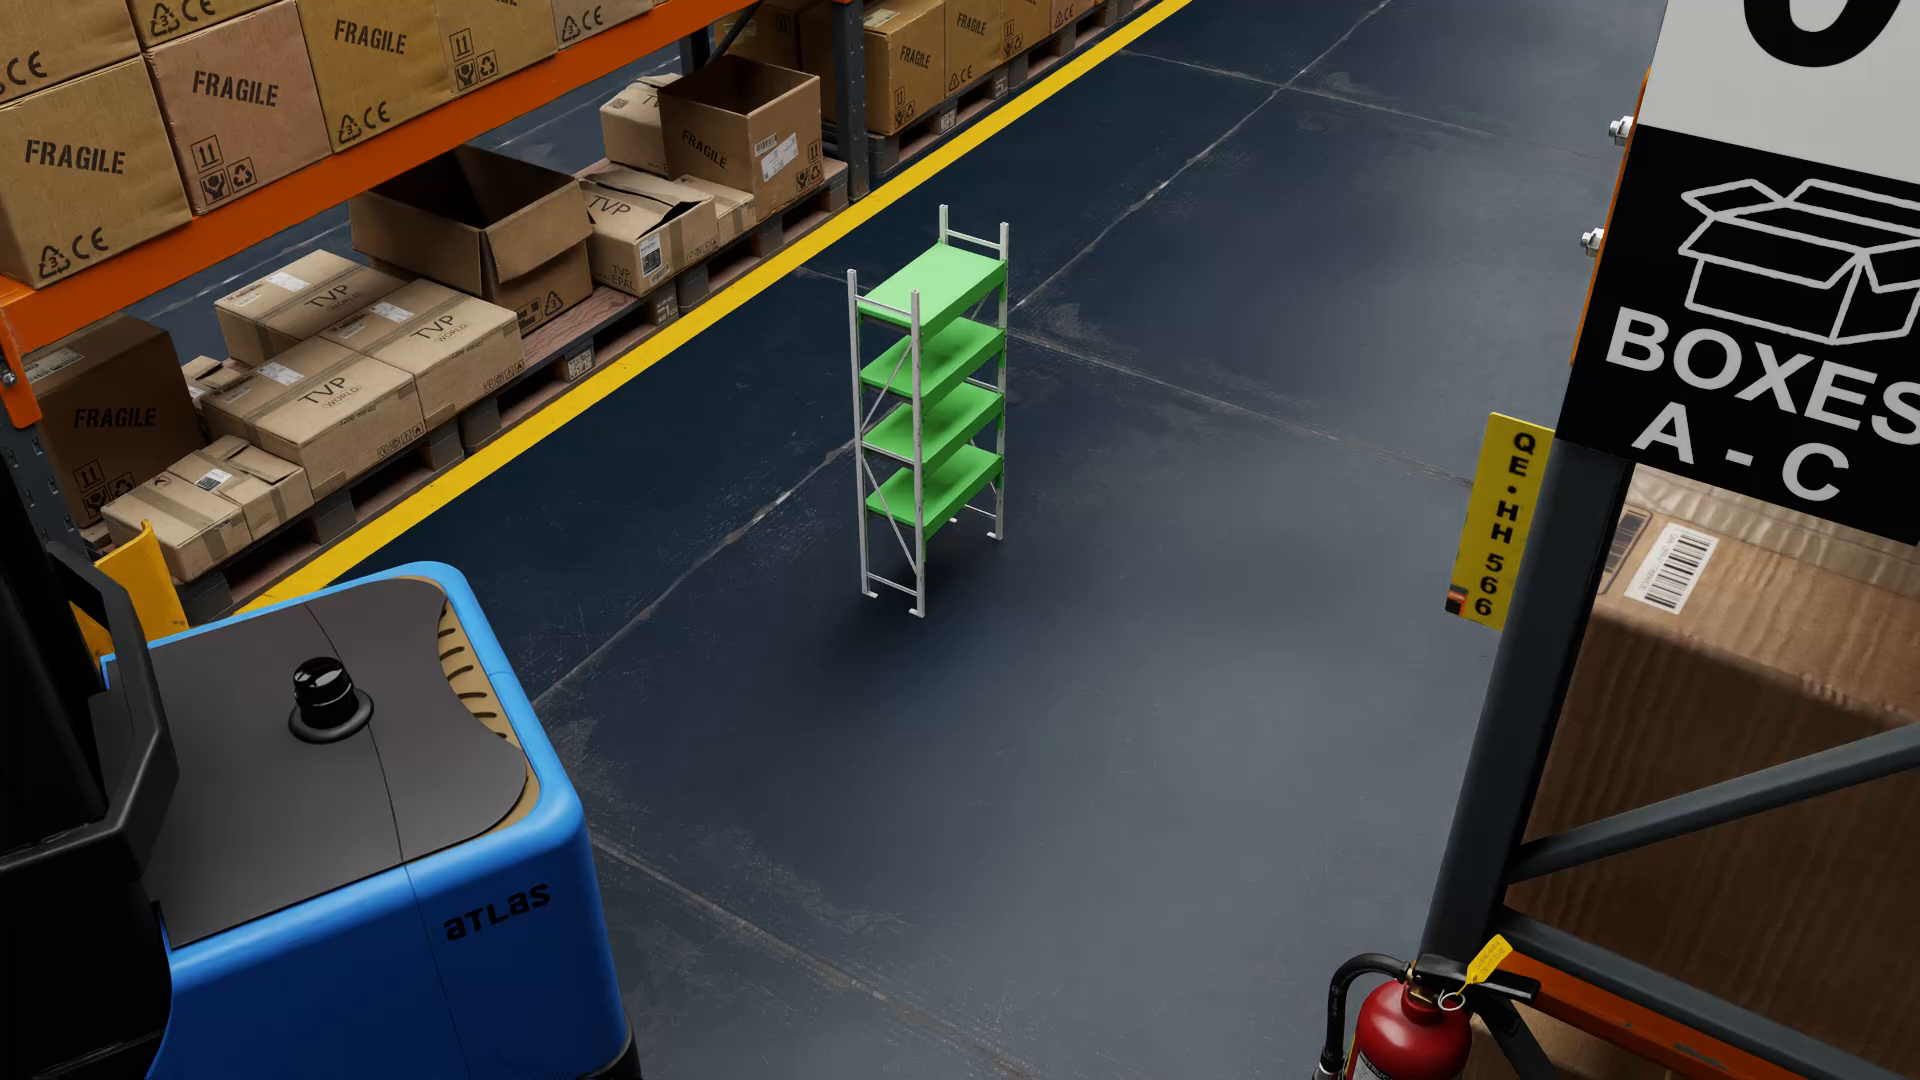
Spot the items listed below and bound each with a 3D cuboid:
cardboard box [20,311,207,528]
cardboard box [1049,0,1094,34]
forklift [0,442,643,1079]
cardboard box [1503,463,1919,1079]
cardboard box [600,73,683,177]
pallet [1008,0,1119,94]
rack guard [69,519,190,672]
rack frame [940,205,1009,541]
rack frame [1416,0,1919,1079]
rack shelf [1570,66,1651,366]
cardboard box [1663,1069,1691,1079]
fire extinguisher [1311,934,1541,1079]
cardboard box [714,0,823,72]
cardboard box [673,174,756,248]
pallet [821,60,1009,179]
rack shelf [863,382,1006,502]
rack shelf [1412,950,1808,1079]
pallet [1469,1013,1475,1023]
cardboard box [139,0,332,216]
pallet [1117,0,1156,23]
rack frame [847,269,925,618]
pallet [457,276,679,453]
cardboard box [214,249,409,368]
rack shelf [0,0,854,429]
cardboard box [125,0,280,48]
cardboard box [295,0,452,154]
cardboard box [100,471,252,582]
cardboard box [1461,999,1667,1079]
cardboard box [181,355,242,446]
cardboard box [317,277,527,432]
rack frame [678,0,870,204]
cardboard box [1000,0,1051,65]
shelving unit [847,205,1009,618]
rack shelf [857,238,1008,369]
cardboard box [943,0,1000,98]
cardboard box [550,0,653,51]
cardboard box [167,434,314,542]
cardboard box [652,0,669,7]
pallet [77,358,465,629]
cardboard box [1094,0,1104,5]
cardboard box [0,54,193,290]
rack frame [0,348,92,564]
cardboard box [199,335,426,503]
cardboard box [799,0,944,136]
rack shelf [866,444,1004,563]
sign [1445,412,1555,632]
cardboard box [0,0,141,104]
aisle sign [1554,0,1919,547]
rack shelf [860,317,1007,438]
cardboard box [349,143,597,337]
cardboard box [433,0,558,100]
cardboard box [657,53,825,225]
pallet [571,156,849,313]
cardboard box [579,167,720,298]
[{"bbox_3d":[-2.940,-0.442,5.554,0.500,0.500,0.500,21,42,25],"label":"cardboard box"},{"bbox_3d":[0.406,-3.107,9.011,0.500,0.500,0.500,20,42,23],"label":"cardboard box"},{"bbox_3d":[-2.284,0.412,2.814,3.031,2.935,1.130,-19,41,-23],"label":"forklift"},{"bbox_3d":[1.426,0.336,2.611,0.980,0.700,0.700,23,43,27],"label":"cardboard box"},{"bbox_3d":[-1.288,-1.923,7.630,0.500,0.311,0.500,21,42,25],"label":"cardboard box"},{"bbox_3d":[0.176,-2.918,9.362,1.003,0.211,1.213,21,42,25],"label":"pallet"},{"bbox_3d":[-2.983,0.054,5.271,1.175,0.500,0.348,21,42,25],"label":"rack guard"},{"bbox_3d":[0.042,-0.516,5.436,0.240,1.200,0.015,21,42,25],"label":"rack frame"},{"bbox_3d":[1.158,0.720,2.359,0.949,2.616,0.053,21,42,25],"label":"rack frame"},{"bbox_3d":[2.233,-1.213,2.999,1.077,0.370,4.000,21,42,25],"label":"rack shelf"},{"bbox_3d":[1.554,1.024,3.137,0.380,0.149,0.250,21,43,25],"label":"cardboard box"},{"bbox_3d":[0.691,0.826,2.590,0.296,0.674,0.183,21,42,25],"label":"fire extinguisher"},{"bbox_3d":[-0.858,-2.492,8.212,0.500,0.500,0.500,21,42,25],"label":"cardboard box"},{"bbox_3d":[-1.097,-1.405,7.090,0.380,0.149,0.250,21,42,25],"label":"cardboard box"},{"bbox_3d":[-0.477,-2.287,8.543,1.003,0.211,1.213,21,42,25],"label":"pallet"},{"bbox_3d":[-0.089,-0.339,5.312,0.258,0.148,0.480,21,42,25],"label":"rack shelf"},{"bbox_3d":[2.233,-0.025,3.915,1.077,0.370,4.000,21,42,25],"label":"rack shelf"},{"bbox_3d":[1.523,1.388,3.777,1.003,0.211,1.213,21,42,25],"label":"pallet"},{"bbox_3d":[-2.291,-1.347,4.959,0.500,0.500,0.500,21,42,25],"label":"cardboard box"},{"bbox_3d":[0.831,-3.544,10.175,1.003,0.211,1.213,21,42,25],"label":"pallet"},{"bbox_3d":[-0.219,-0.264,5.110,0.240,1.200,0.015,21,42,25],"label":"rack frame"},{"bbox_3d":[-1.902,-0.870,6.705,1.003,0.211,1.213,21,42,25],"label":"pallet"},{"bbox_3d":[-2.406,-0.823,6.253,0.500,0.250,0.500,21,42,25],"label":"cardboard box"},{"bbox_3d":[-1.952,-1.643,6.014,1.077,0.370,4.000,21,42,25],"label":"rack shelf"},{"bbox_3d":[-2.290,-1.747,4.659,0.500,0.500,0.500,22,43,26],"label":"cardboard box"},{"bbox_3d":[-2.020,-1.605,5.293,0.500,0.500,0.500,21,42,25],"label":"cardboard box"},{"bbox_3d":[-2.509,-0.046,5.327,0.380,0.149,0.250,21,42,25],"label":"cardboard box"},{"bbox_3d":[1.452,1.151,3.503,0.700,0.500,0.500,21,42,25],"label":"cardboard box"},{"bbox_3d":[-2.647,-0.490,5.889,0.380,0.166,0.250,21,42,25],"label":"cardboard box"},{"bbox_3d":[-1.957,-0.686,6.074,0.500,0.250,0.500,21,42,25],"label":"cardboard box"},{"bbox_3d":[-0.881,-2.959,7.132,1.000,3.000,0.127,21,42,25],"label":"rack frame"},{"bbox_3d":[0.135,-2.847,8.673,0.500,0.500,0.500,22,43,26],"label":"cardboard box"},{"bbox_3d":[-0.089,-0.390,5.273,0.258,1.200,0.503,21,42,25],"label":"shelving unit"},{"bbox_3d":[-0.089,-0.719,5.019,0.258,0.148,0.480,21,42,25],"label":"rack shelf"},{"bbox_3d":[-0.139,-2.592,8.342,0.500,0.500,0.500,22,43,26],"label":"cardboard box"},{"bbox_3d":[-1.480,-2.125,5.968,0.500,0.500,0.500,22,43,26],"label":"cardboard box"},{"bbox_3d":[-2.375,-0.182,5.489,0.380,0.166,0.250,21,42,25],"label":"cardboard box"},{"bbox_3d":[-1.207,-2.391,6.313,0.500,0.500,0.500,22,43,26],"label":"cardboard box"},{"bbox_3d":[-2.557,-0.243,5.893,1.003,0.211,1.213,21,42,25],"label":"pallet"},{"bbox_3d":[0.682,-3.380,9.365,0.500,0.500,0.500,20,42,24],"label":"cardboard box"},{"bbox_3d":[-2.563,-1.079,4.611,0.500,0.500,0.500,22,43,26],"label":"cardboard box"},{"bbox_3d":[-3.024,-0.897,4.457,1.000,3.000,0.127,21,42,25],"label":"rack frame"},{"bbox_3d":[-2.225,-0.428,5.740,0.500,0.250,0.500,21,42,25],"label":"cardboard box"},{"bbox_3d":[-0.416,-2.313,7.981,0.500,0.500,0.500,19,42,23],"label":"cardboard box"},{"bbox_3d":[-0.089,-0.149,5.459,0.258,0.148,0.480,21,42,25],"label":"rack shelf"},{"bbox_3d":[0.710,-0.016,2.171,0.100,0.325,0.005,21,42,25],"label":"sign"},{"bbox_3d":[-2.563,-1.475,4.306,0.500,0.500,0.500,23,43,26],"label":"cardboard box"},{"bbox_3d":[0.869,-0.369,1.643,0.394,0.787,0.004,21,42,25],"label":"aisle sign"},{"bbox_3d":[-0.089,-0.529,5.165,0.258,0.148,0.480,21,42,25],"label":"rack shelf"},{"bbox_3d":[-1.883,-1.175,6.501,0.797,0.503,0.637,21,42,25],"label":"cardboard box"},{"bbox_3d":[-1.751,-1.862,5.627,0.500,0.500,0.500,22,43,26],"label":"cardboard box"},{"bbox_3d":[-0.946,-1.757,7.259,0.500,0.500,0.500,21,42,25],"label":"cardboard box"},{"bbox_3d":[-1.249,-1.501,7.525,1.003,0.211,1.213,21,42,25],"label":"pallet"},{"bbox_3d":[-1.348,-1.296,6.816,0.500,0.311,0.500,21,42,25],"label":"cardboard box"}]
